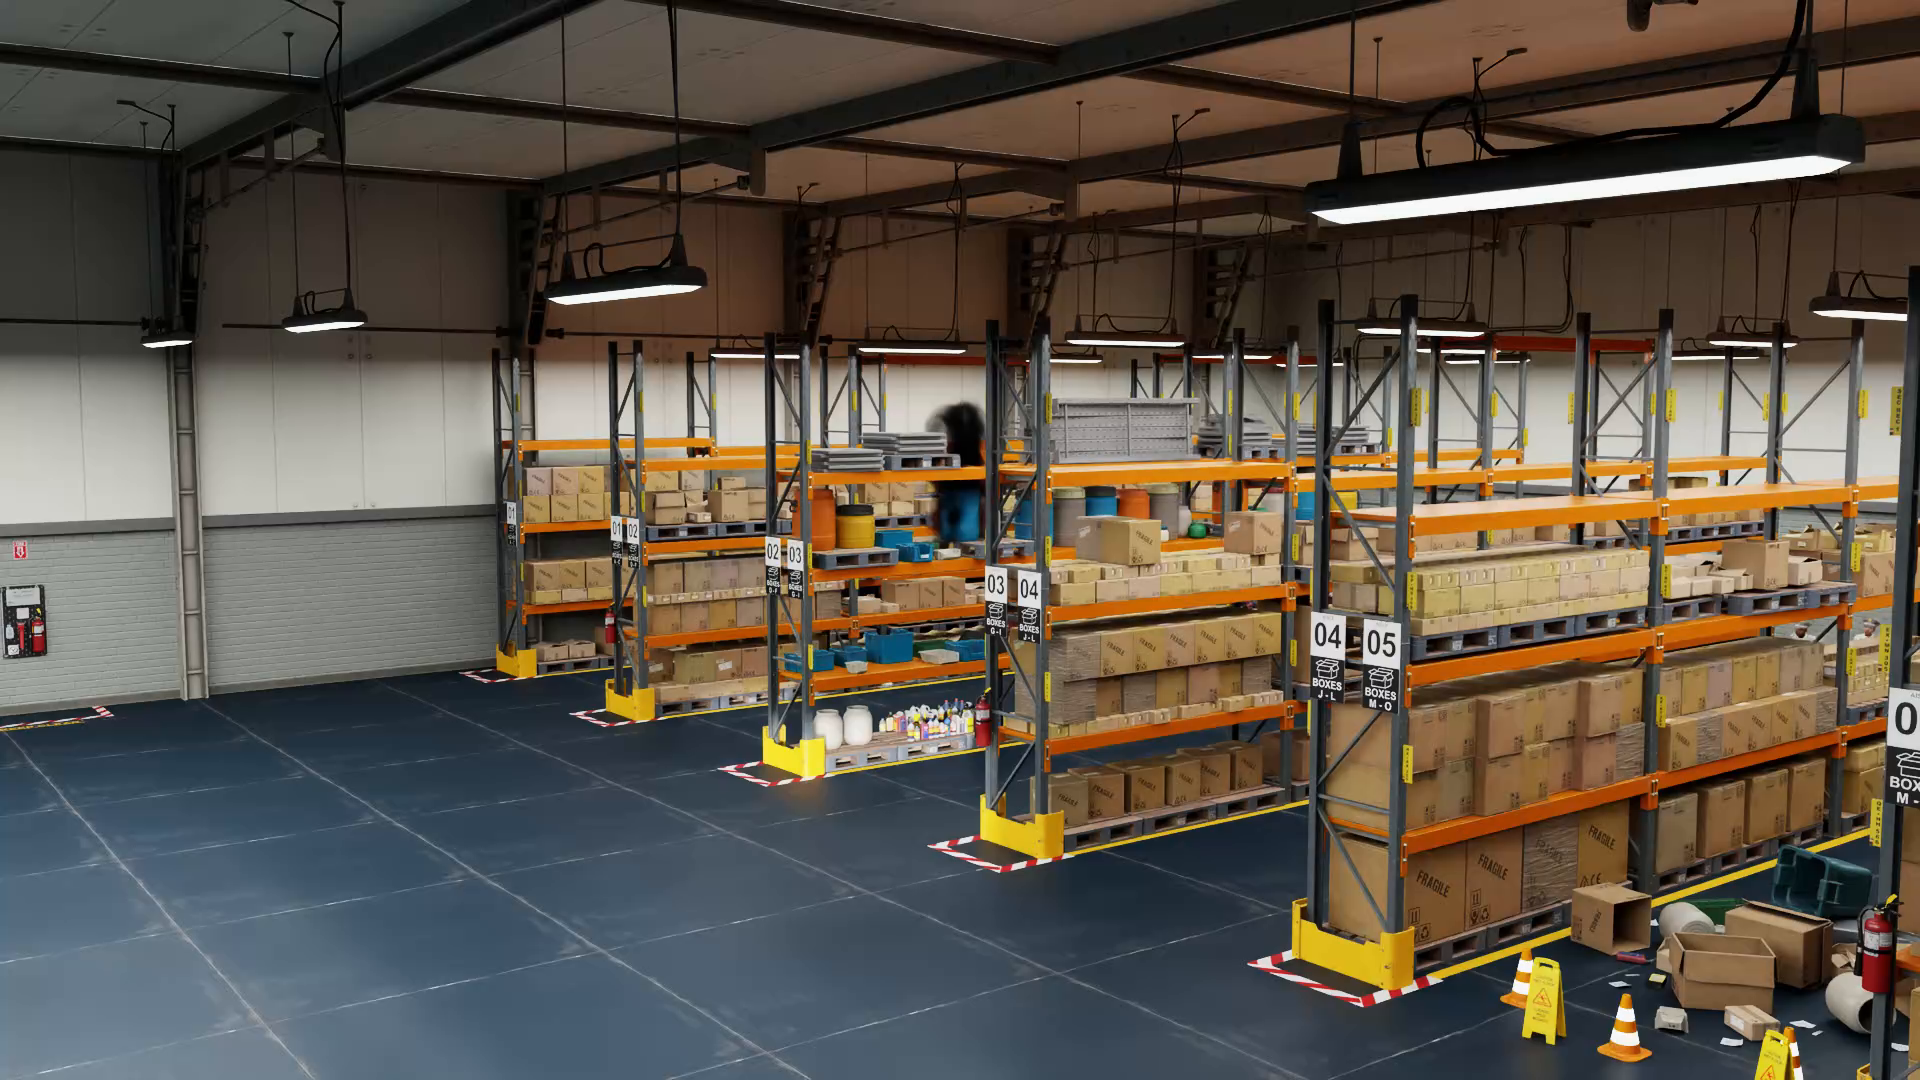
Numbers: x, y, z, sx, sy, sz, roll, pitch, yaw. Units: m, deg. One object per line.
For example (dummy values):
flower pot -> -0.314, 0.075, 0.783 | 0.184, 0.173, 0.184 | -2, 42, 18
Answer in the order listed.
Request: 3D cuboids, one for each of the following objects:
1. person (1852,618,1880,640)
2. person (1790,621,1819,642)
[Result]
person -> 14.321, 2.039, 26.271 | 0.590, 1.646, 0.674 | -4, 6, -36
person -> 13.419, 2.057, 26.345 | 0.836, 1.638, 0.544 | -4, 6, -38
